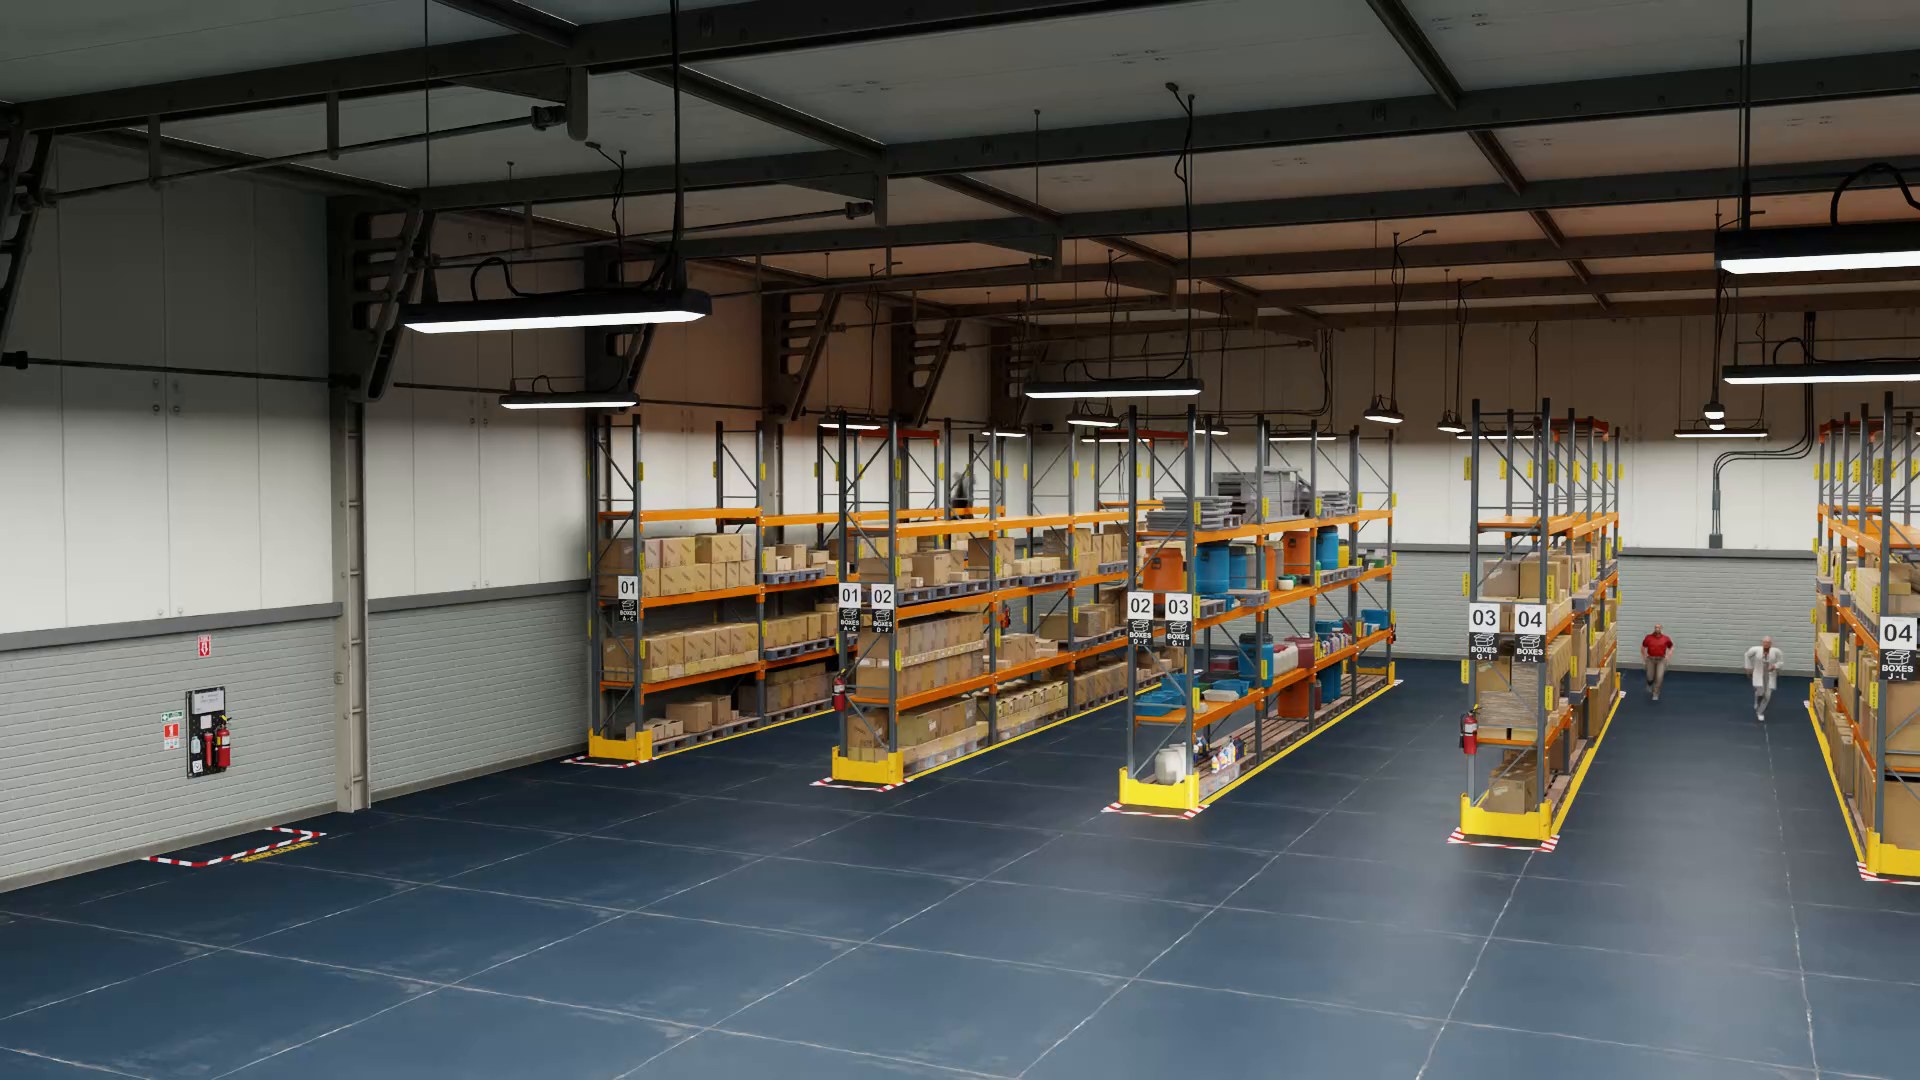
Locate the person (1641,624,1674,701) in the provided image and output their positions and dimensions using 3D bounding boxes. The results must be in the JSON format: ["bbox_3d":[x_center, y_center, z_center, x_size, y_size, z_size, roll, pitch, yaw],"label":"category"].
[{"bbox_3d":[15.269,2.668,36.408,0.670,1.677,0.710,1,3,23],"label":"person"}]

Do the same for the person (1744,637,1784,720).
[{"bbox_3d":[16.210,2.785,33.510,0.678,1.707,0.778,1,2,13],"label":"person"}]

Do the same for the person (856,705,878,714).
[{"bbox_3d":[-1.679,2.968,30.368,0.519,1.535,0.779,1,3,32],"label":"person"}]
